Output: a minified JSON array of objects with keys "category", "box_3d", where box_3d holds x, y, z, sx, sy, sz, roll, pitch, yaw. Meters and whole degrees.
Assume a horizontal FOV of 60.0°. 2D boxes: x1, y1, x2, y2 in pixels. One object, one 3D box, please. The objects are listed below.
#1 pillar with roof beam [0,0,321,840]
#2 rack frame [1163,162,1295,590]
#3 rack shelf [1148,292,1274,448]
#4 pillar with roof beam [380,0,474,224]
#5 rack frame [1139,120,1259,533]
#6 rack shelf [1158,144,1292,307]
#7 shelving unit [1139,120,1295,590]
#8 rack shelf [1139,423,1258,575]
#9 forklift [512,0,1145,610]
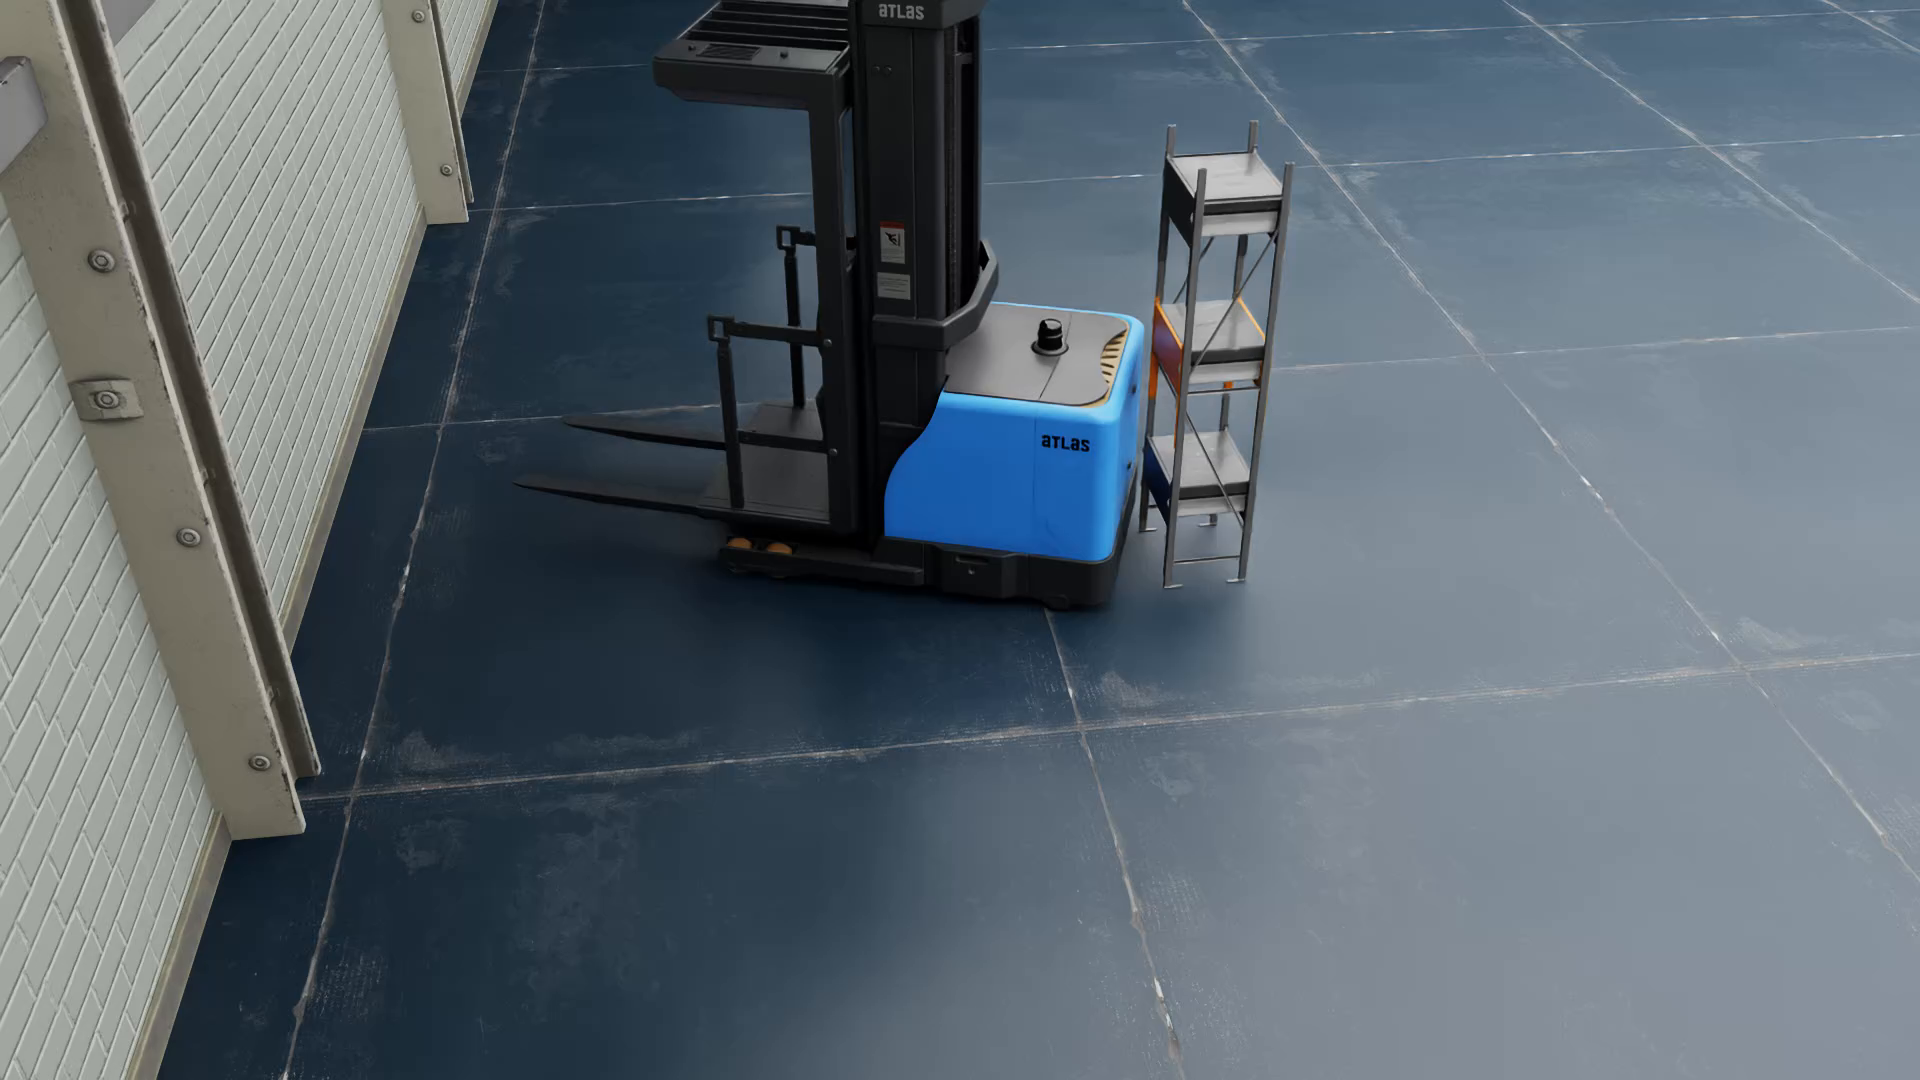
[{"category":"pillar with roof beam","box_3d":[1.499,-2.987,4.643,9.100,9.000,0.400,-4,35,-6]},{"category":"rack frame","box_3d":[1.165,-0.653,7.343,0.400,2.100,0.015,-5,35,-7]},{"category":"rack shelf","box_3d":[1.128,-0.778,7.550,0.431,0.518,0.480,-5,35,-7]},{"category":"pillar with roof beam","box_3d":[0.692,-6.336,9.556,9.100,9.000,0.400,-4,35,-6]},{"category":"rack frame","box_3d":[1.091,-0.925,7.742,0.400,2.100,0.015,-5,35,-7]},{"category":"rack shelf","box_3d":[1.127,-1.356,7.155,0.431,0.518,0.480,-5,35,-7]},{"category":"shelving unit","box_3d":[1.128,-0.789,7.542,0.431,2.100,0.503,-5,35,-7]},{"category":"rack shelf","box_3d":[1.129,-0.200,7.945,0.431,0.518,0.480,-5,35,-7]},{"category":"forklift","box_3d":[-0.681,-1.311,7.571,3.031,2.935,1.130,7,35,10]}]
